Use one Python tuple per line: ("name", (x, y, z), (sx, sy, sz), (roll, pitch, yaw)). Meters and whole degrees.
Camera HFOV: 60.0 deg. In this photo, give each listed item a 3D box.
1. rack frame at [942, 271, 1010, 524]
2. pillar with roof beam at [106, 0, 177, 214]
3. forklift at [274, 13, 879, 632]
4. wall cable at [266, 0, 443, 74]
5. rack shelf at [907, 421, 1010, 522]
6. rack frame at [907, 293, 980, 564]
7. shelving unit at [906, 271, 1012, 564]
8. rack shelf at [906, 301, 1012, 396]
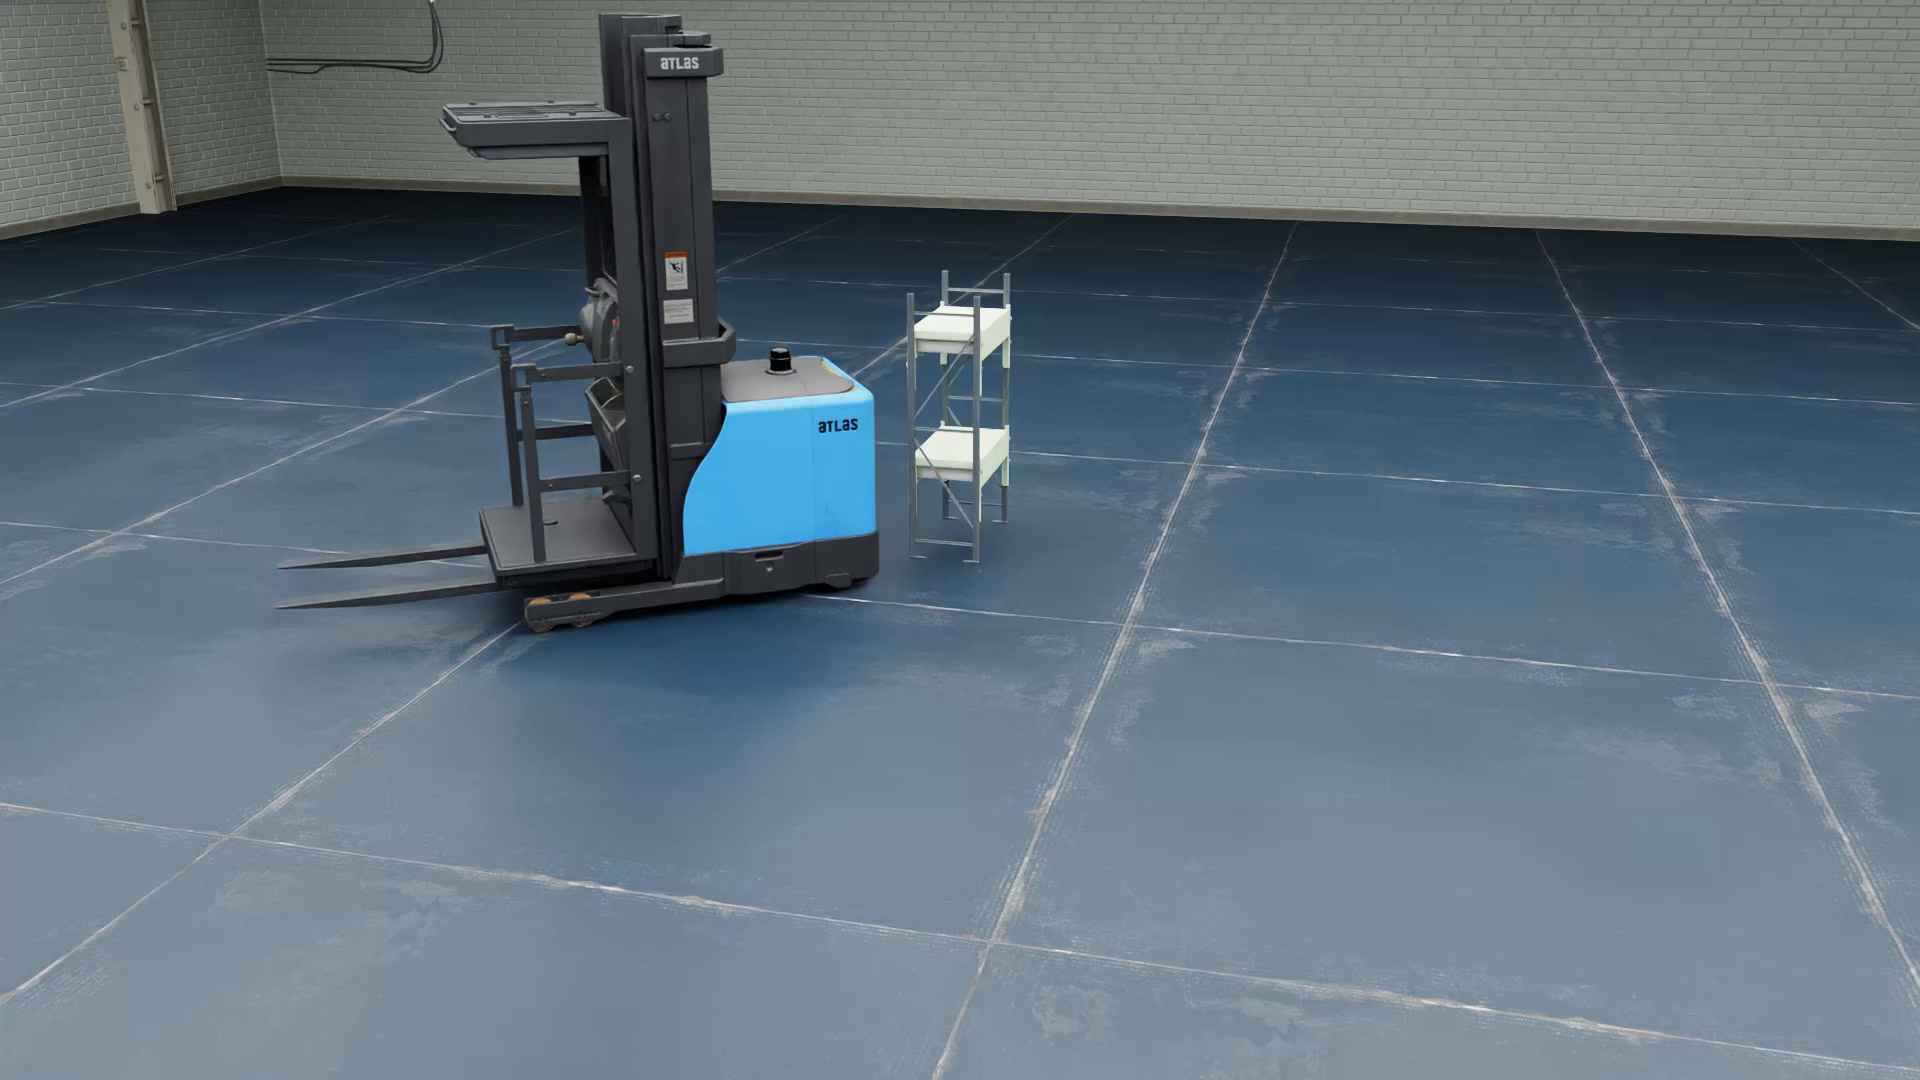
("rack frame", (0.091, -0.827, 9.787), (0.400, 1.500, 0.023), (5, 19, 13))
("pillar with roof beam", (-6.905, -8.458, 20.529), (9.100, 9.000, 0.400), (5, 19, 13))
("forklift", (-2.008, -1.119, 8.429), (3.031, 2.935, 1.130), (-7, 20, -19))
("wall cable", (-9.078, -8.148, 24.424), (3.097, 2.526, 0.112), (5, 19, 13))
("rack shelf", (0.002, -0.403, 9.557), (0.431, 0.370, 0.720), (5, 19, 13))
("rack frame", (-0.088, -0.597, 9.115), (0.400, 1.500, 0.023), (5, 19, 13))
("shelving unit", (0.002, -0.712, 9.451), (0.431, 1.500, 0.755), (5, 19, 13))
("rack shelf", (0.002, -1.081, 9.325), (0.431, 0.370, 0.720), (5, 19, 13))
